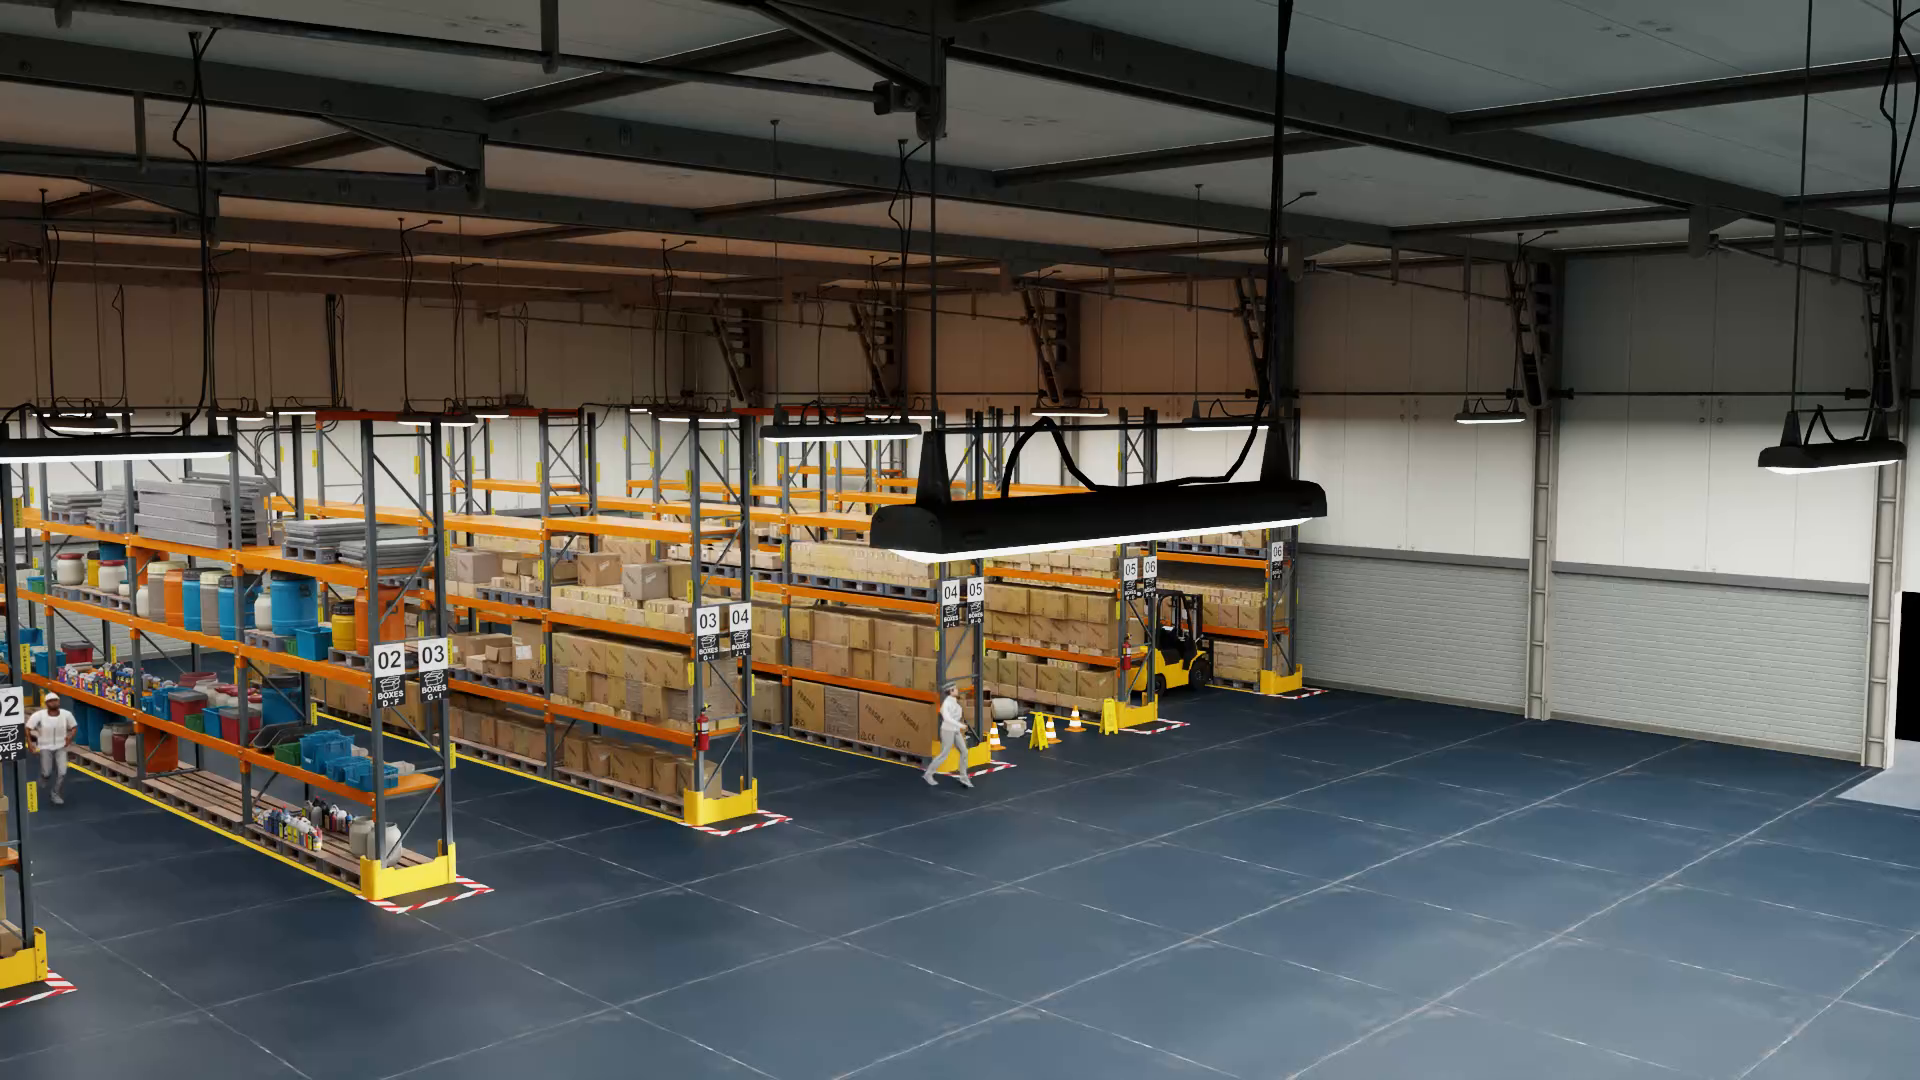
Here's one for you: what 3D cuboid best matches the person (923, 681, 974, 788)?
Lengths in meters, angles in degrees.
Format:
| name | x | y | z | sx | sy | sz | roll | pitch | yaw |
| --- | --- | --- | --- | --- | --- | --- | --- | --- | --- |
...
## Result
| name | x | y | z | sx | sy | sz | roll | pitch | yaw |
| --- | --- | --- | --- | --- | --- | --- | --- | --- | --- |
| person | -0.143 | 3.123 | 26.845 | 0.828 | 1.705 | 0.676 | 1 | 5 | 13 |

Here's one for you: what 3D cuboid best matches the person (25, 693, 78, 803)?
| name | x | y | z | sx | sy | sz | roll | pitch | yaw |
| --- | --- | --- | --- | --- | --- | --- | --- | --- | --- |
| person | -14.045 | 3.206 | 25.751 | 0.736 | 1.702 | 0.590 | -4 | 6 | -38 |

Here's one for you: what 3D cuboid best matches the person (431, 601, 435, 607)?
| name | x | y | z | sx | sy | sz | roll | pitch | yaw |
| --- | --- | --- | --- | --- | --- | --- | --- | --- | --- |
| person | -11.647 | 2.182 | 37.034 | 0.682 | 1.866 | 0.771 | -5 | 7 | -43 |
